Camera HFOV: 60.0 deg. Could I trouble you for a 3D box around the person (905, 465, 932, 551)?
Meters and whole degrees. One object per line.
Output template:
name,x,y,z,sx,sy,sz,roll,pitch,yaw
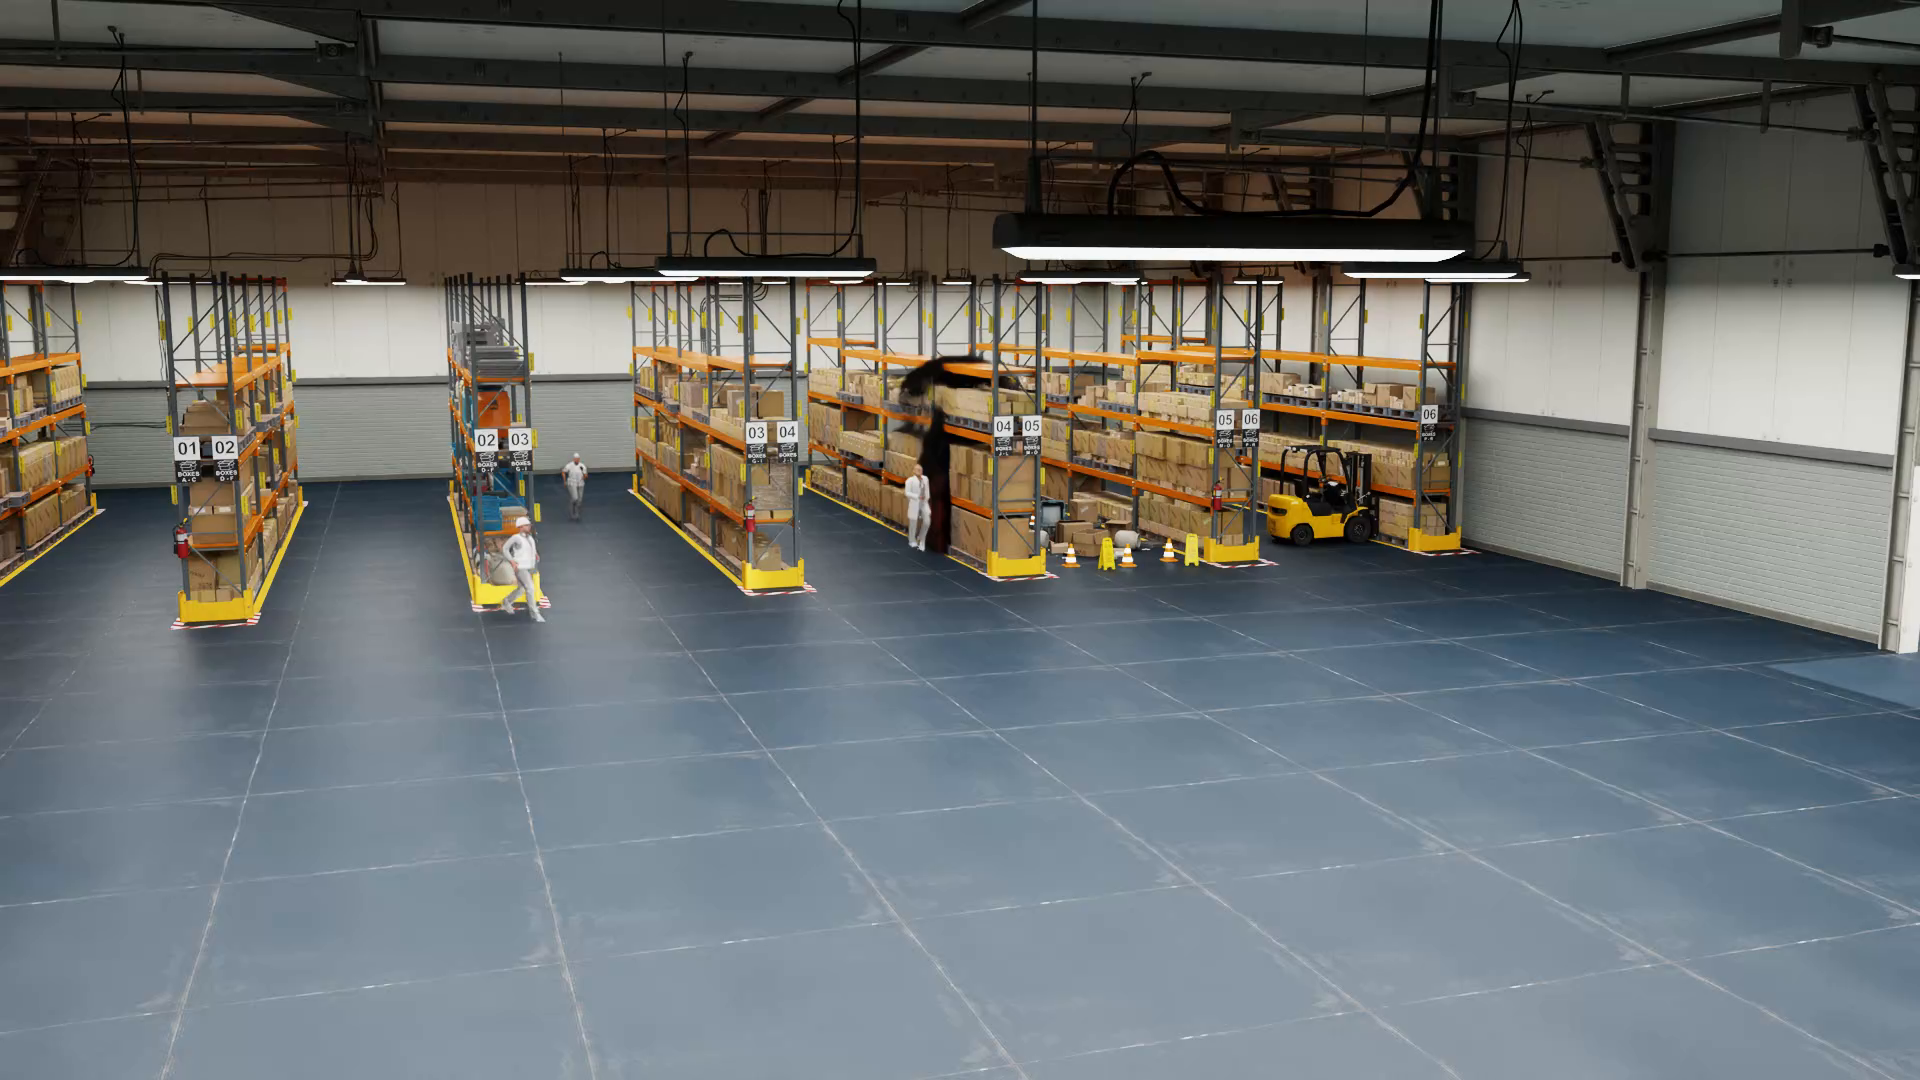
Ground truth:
person,-0.851,-0.668,34.850,0.672,1.829,0.827,-4,10,-26

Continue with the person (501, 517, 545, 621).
person,-7.625,0.493,28.993,0.911,1.802,0.672,2,9,15

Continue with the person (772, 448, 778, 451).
person,-5.419,-2.187,47.327,0.567,1.568,0.580,-1,9,-4

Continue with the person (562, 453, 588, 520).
person,-9.547,-1.325,41.400,0.573,1.674,0.744,-5,10,-31
